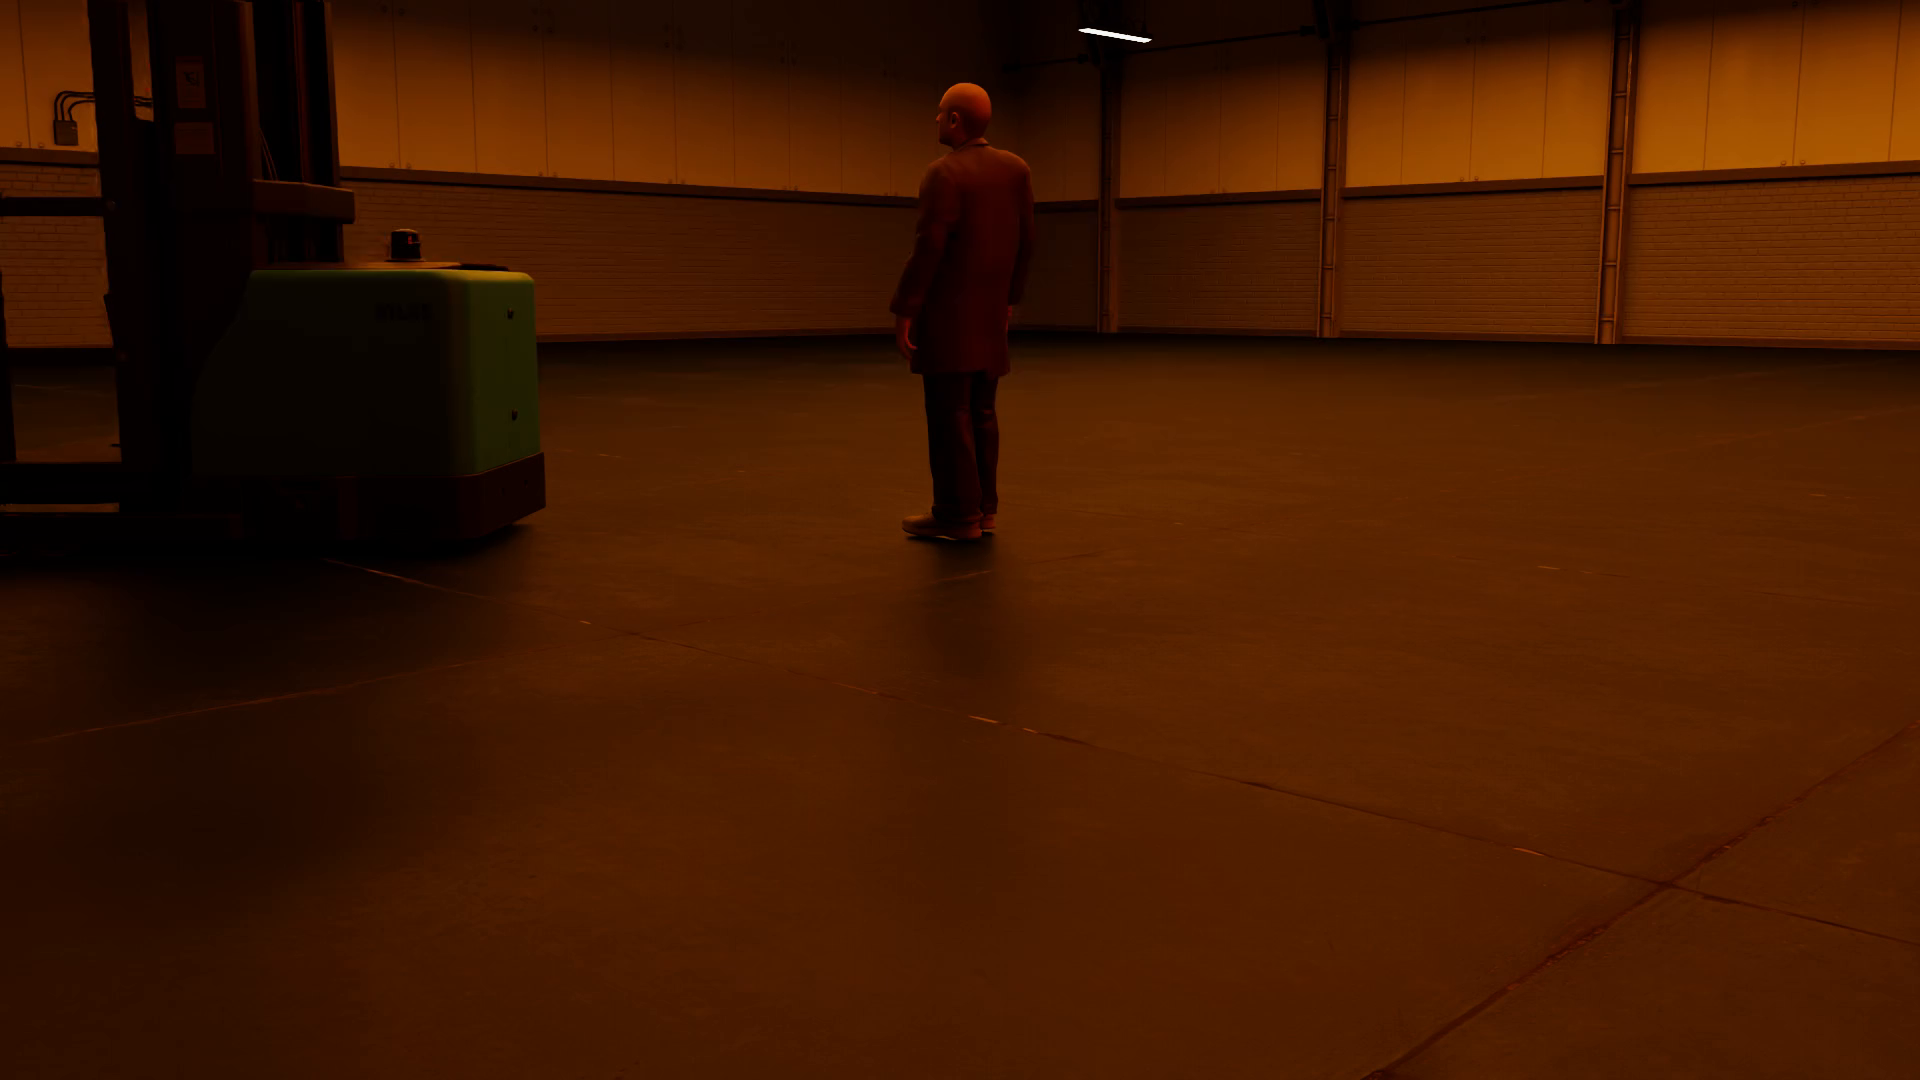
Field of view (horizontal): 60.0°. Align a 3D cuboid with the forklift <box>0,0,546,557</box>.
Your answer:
[{"bbox_3d":[-3.314,-1.463,6.586,3.031,2.935,1.130,0,9,2],"label":"forklift"}]

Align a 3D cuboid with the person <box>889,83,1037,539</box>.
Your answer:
[{"bbox_3d":[-0.062,-0.896,6.650,0.582,1.776,0.694,8,12,43],"label":"person"}]
